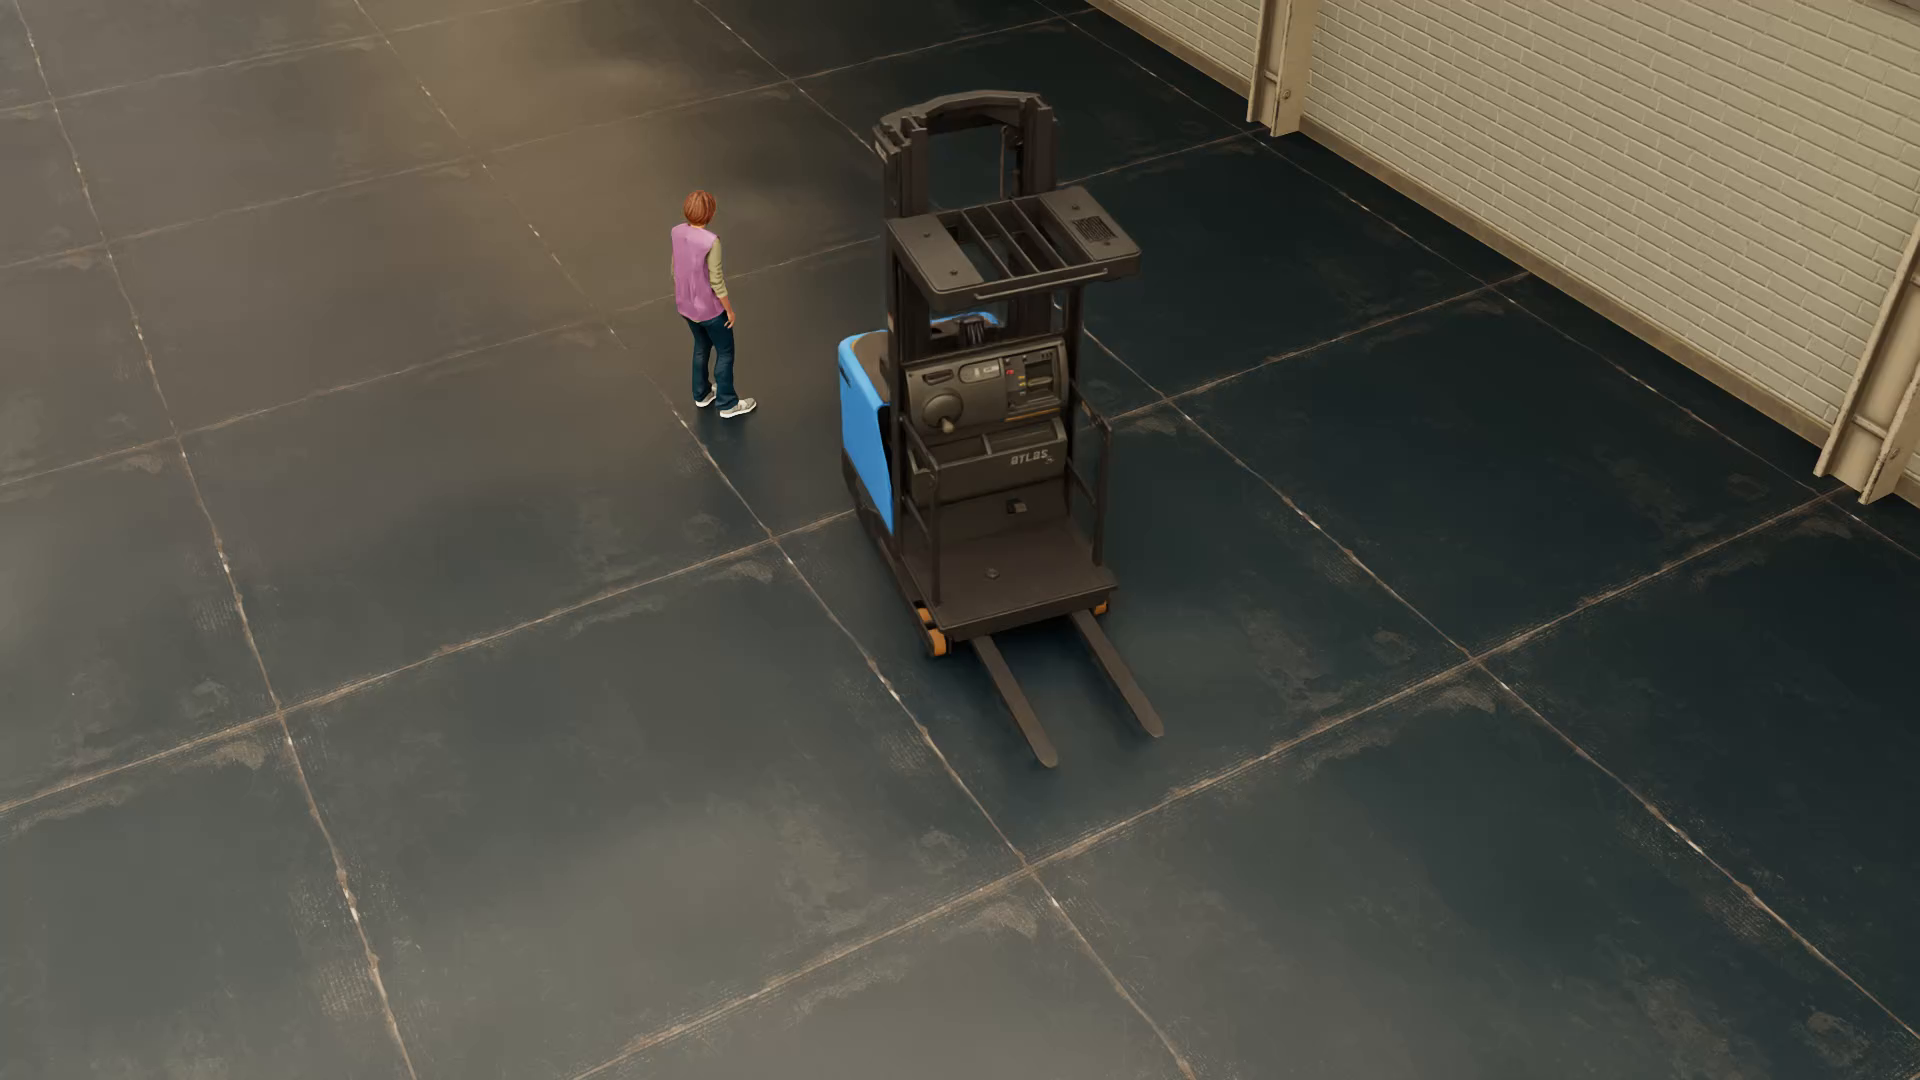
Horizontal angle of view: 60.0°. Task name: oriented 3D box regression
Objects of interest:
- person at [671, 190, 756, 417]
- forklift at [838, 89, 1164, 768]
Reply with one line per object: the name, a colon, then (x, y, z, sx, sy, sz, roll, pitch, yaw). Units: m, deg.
person: (-1.672, -1.539, 10.943, 0.474, 1.590, 0.348, 26, 46, 28)
forklift: (0.232, -0.762, 8.955, 1.130, 2.935, 3.031, -13, 42, -16)
